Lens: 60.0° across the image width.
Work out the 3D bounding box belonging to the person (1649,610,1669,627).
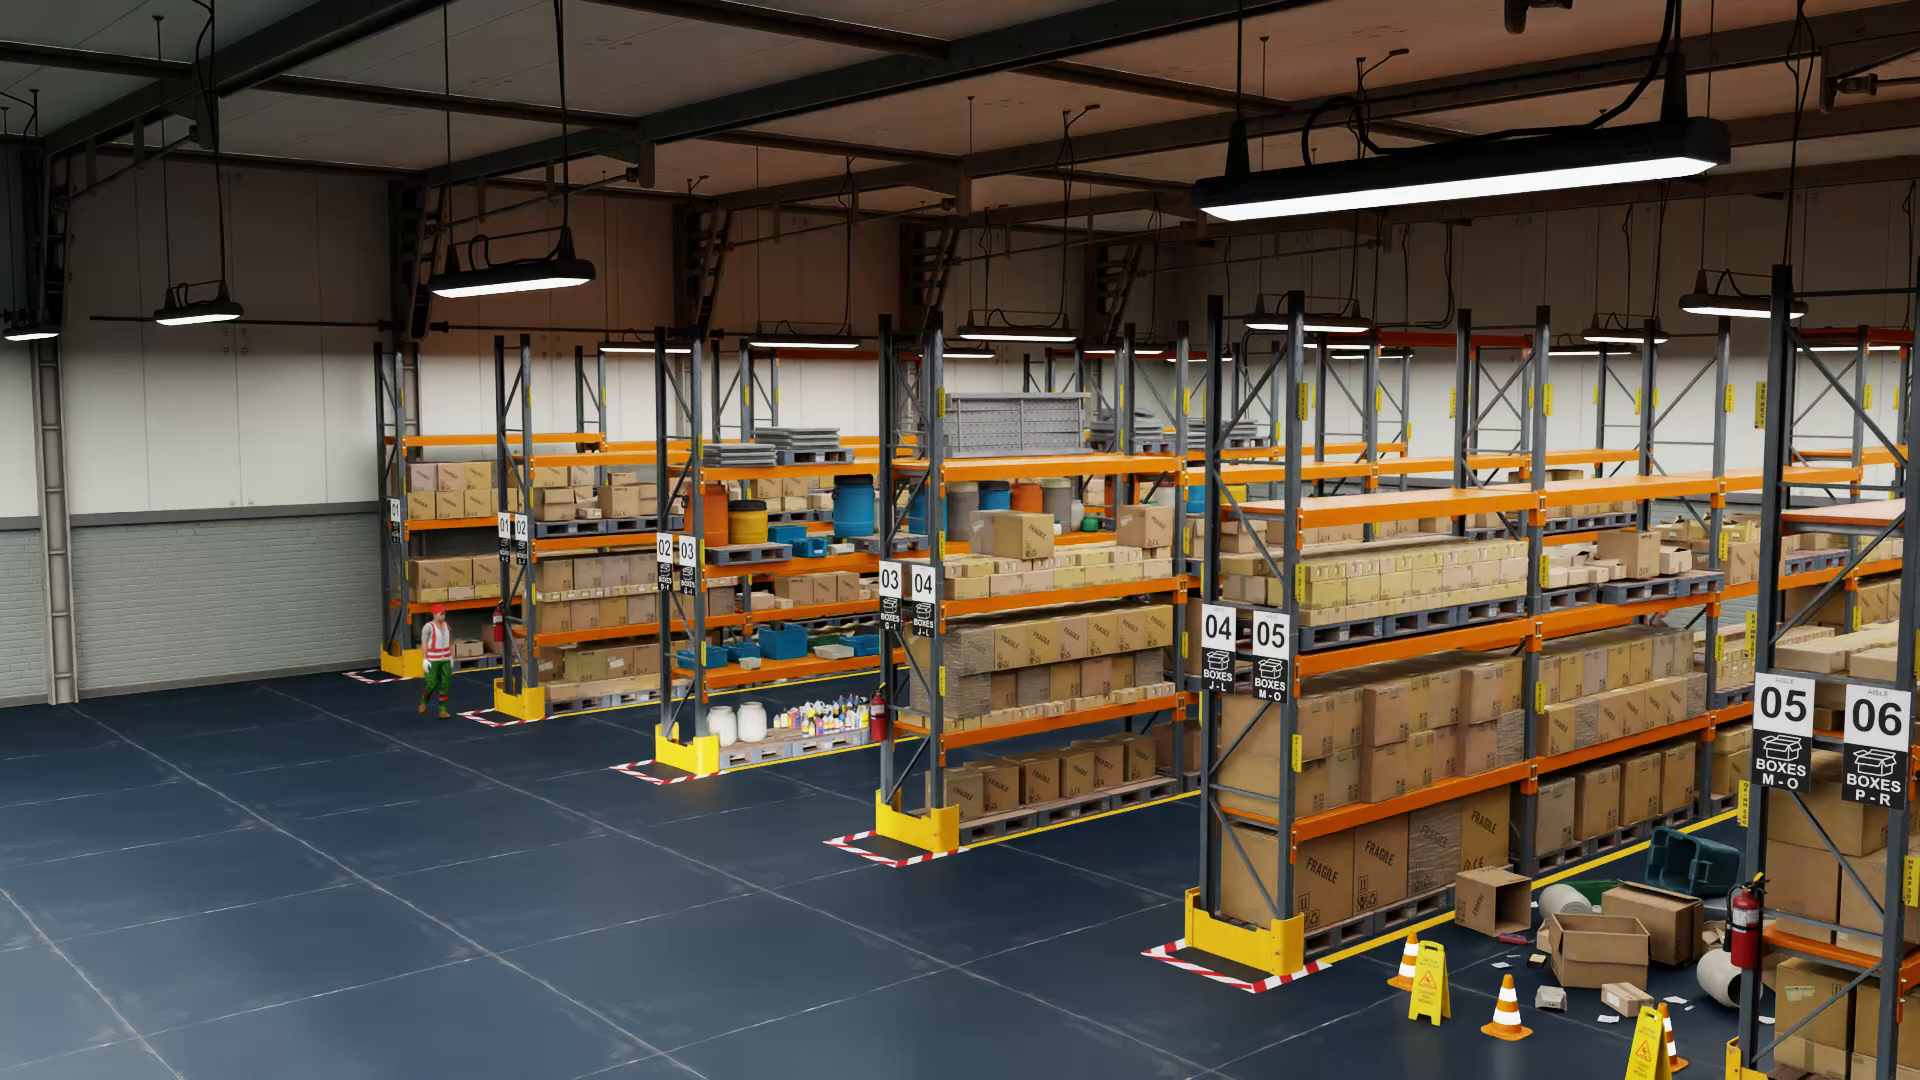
[{"bbox_3d":[11.038,1.863,26.476,0.542,1.775,0.631,2,6,20],"label":"person"}]

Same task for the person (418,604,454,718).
[{"bbox_3d":[-8.216,1.887,26.041,0.568,1.790,0.561,5,7,44],"label":"person"}]
